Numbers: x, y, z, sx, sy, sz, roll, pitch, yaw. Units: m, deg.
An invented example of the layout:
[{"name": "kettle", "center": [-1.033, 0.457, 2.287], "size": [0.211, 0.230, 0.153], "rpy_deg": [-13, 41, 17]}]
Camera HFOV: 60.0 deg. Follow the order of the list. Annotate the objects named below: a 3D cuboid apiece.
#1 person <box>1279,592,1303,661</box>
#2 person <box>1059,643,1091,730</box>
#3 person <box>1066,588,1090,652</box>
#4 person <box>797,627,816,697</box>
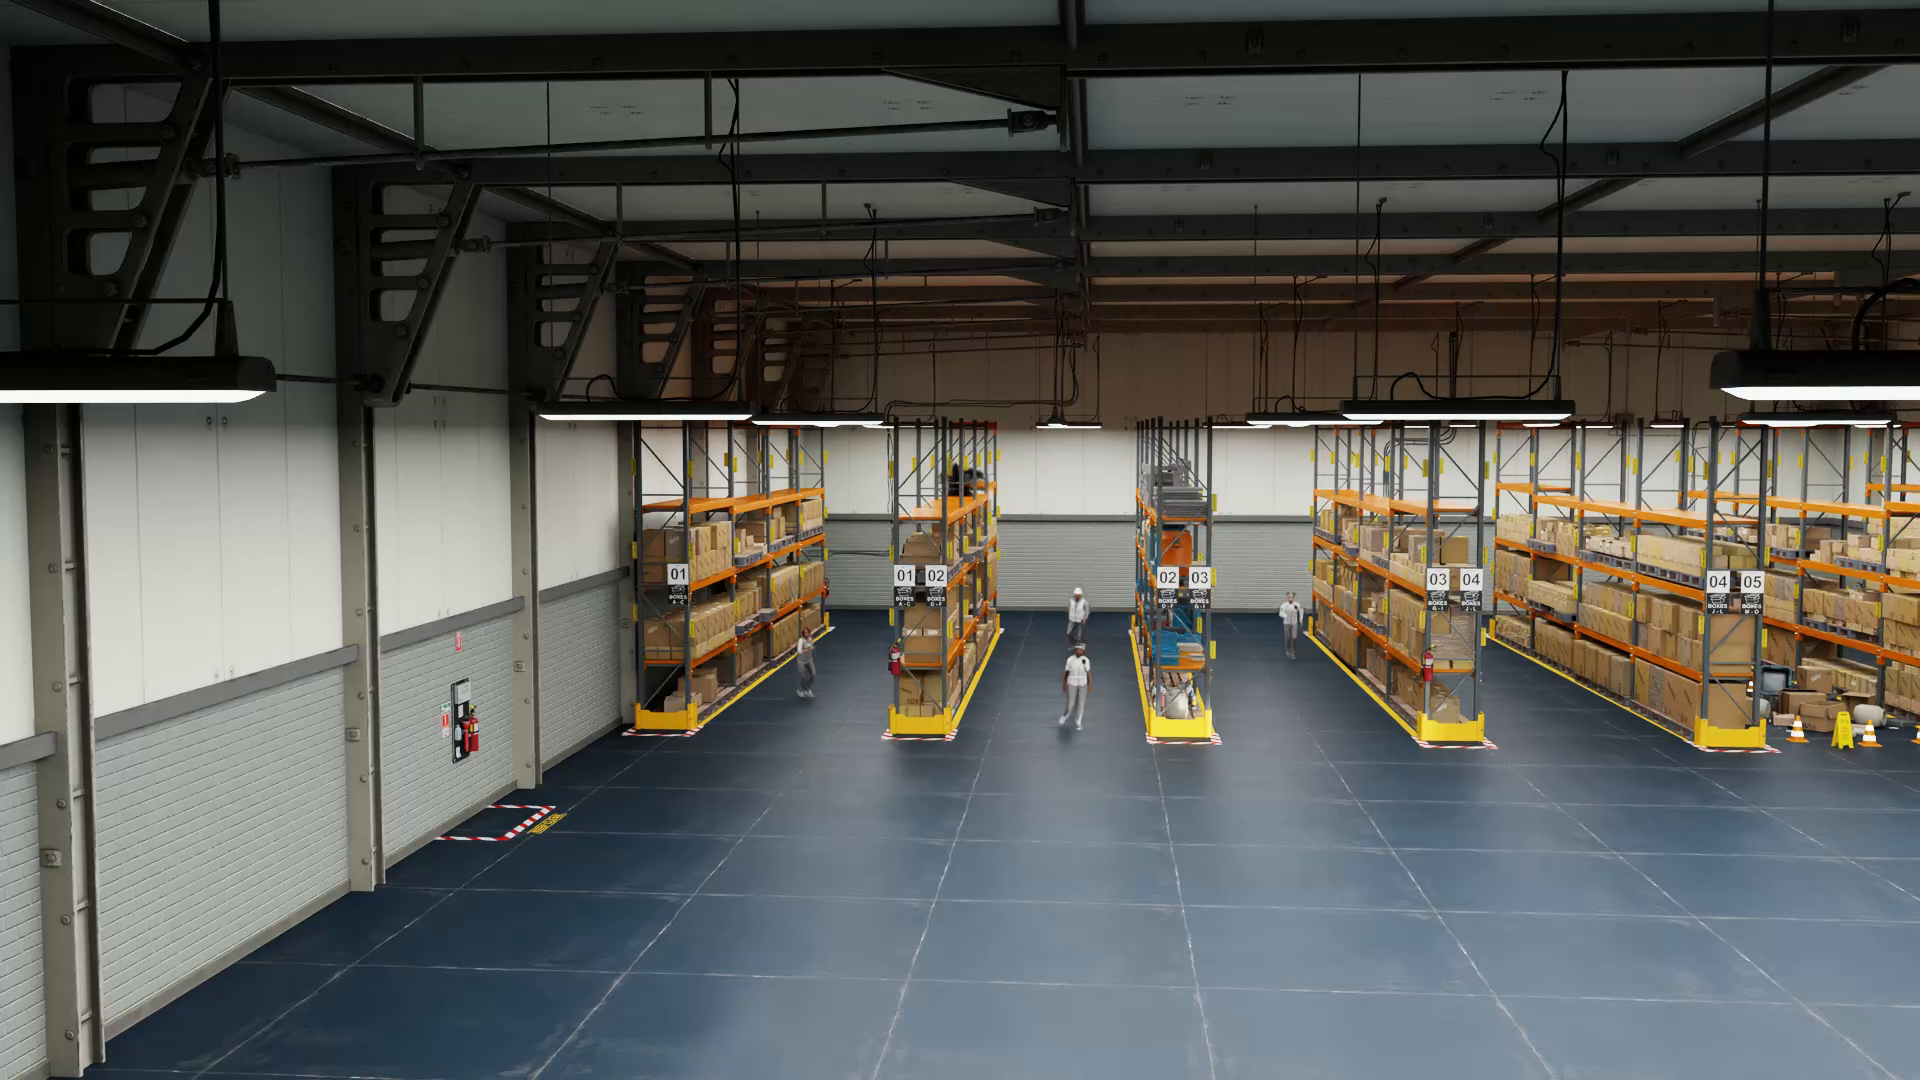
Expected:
[{"name": "person", "center": [8.321, 2.156, 41.774], "size": [0.595, 1.738, 0.810], "rpy_deg": [1, 4, 11]}, {"name": "person", "center": [2.207, 2.795, 31.959], "size": [0.577, 1.673, 0.554], "rpy_deg": [-1, 4, -9]}, {"name": "person", "center": [3.043, 2.063, 42.748], "size": [0.650, 1.714, 0.742], "rpy_deg": [1, 4, 19]}, {"name": "person", "center": [-3.339, 2.625, 35.612], "size": [0.491, 1.557, 0.808], "rpy_deg": [-2, 4, -33]}]
